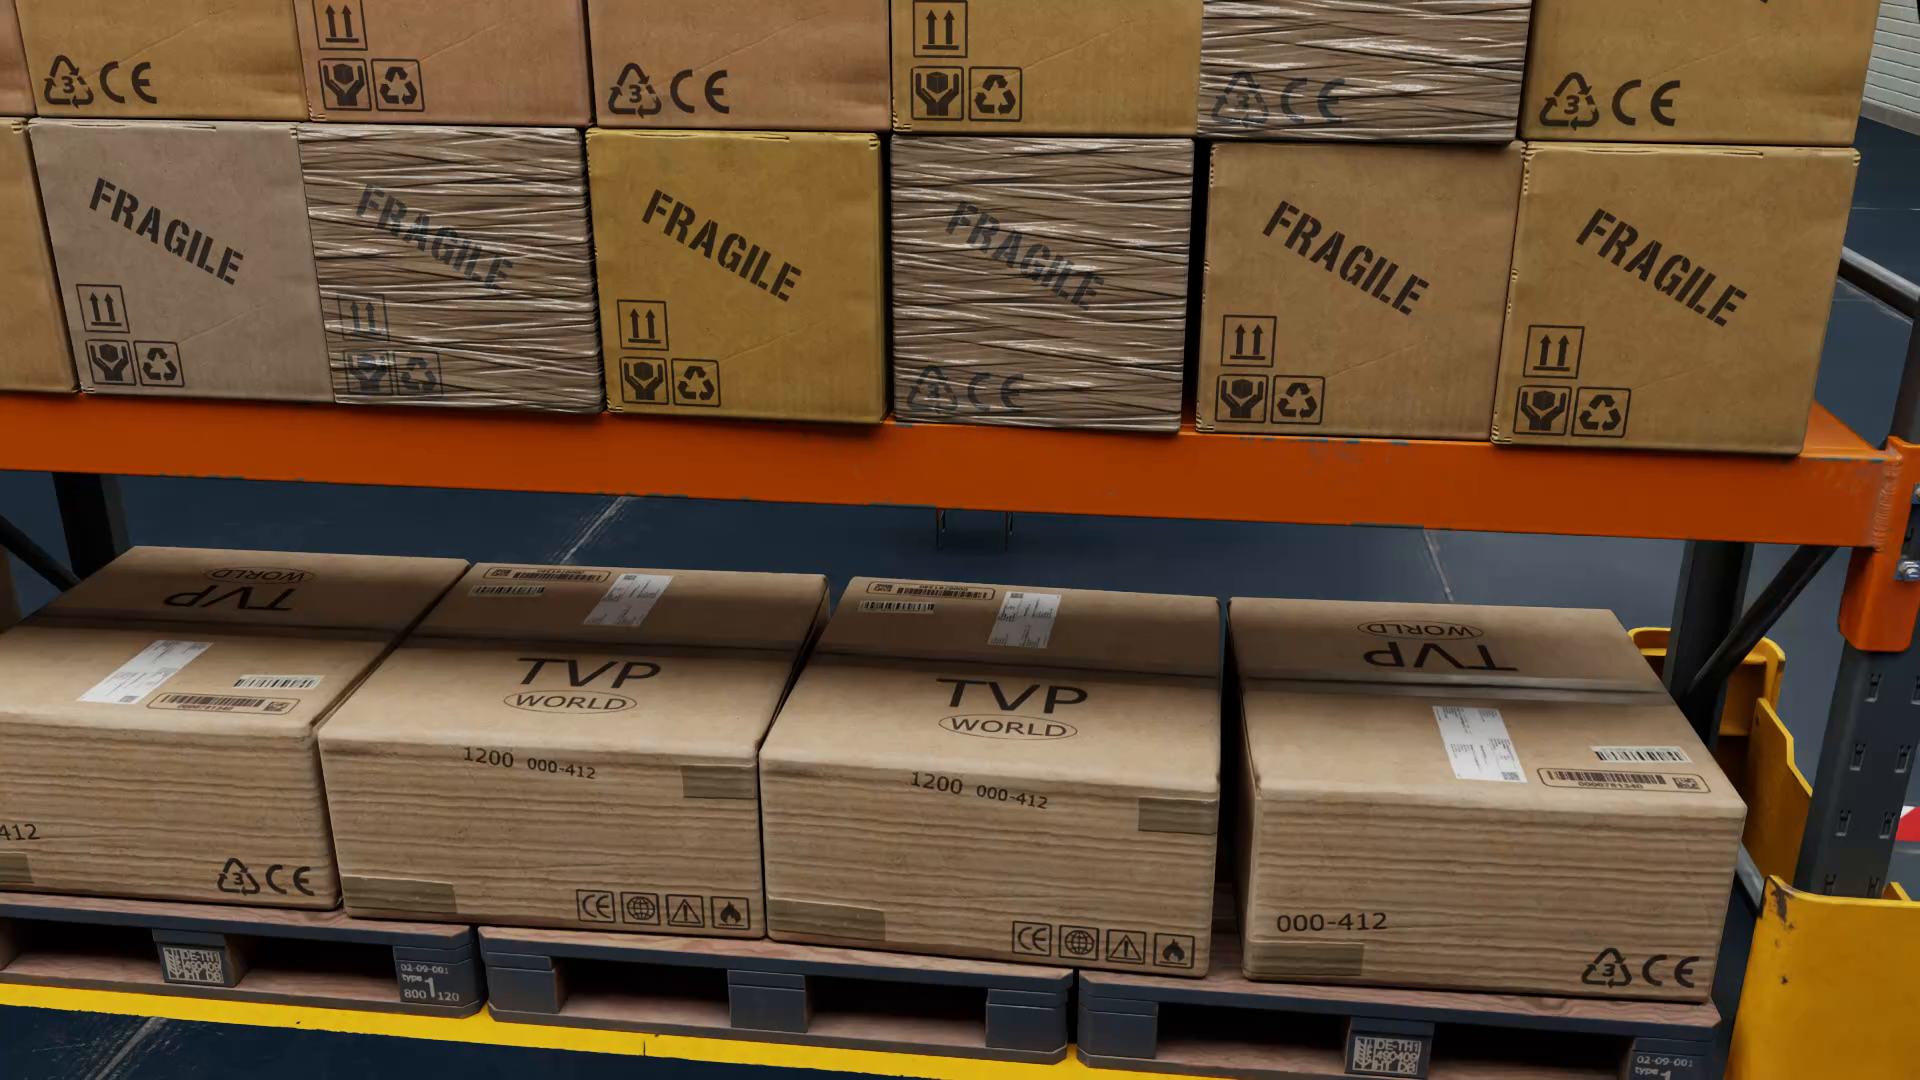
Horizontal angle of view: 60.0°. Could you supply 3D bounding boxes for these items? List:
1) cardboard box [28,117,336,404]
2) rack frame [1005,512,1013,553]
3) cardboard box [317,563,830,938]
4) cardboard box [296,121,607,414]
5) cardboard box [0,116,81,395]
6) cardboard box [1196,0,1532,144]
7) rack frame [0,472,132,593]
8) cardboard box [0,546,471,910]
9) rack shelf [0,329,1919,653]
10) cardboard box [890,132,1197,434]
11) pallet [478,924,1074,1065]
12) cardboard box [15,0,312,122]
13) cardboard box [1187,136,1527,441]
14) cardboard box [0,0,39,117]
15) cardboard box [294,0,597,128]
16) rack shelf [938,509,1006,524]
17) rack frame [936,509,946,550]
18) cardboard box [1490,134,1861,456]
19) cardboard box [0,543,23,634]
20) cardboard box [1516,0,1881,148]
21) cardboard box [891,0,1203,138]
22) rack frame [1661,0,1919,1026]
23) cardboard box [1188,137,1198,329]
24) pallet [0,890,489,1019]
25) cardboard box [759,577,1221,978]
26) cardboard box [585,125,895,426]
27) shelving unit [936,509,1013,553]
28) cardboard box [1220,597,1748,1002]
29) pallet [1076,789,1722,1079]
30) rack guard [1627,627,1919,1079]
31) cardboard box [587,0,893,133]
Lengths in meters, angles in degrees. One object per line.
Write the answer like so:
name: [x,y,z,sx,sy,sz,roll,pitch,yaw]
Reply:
cardboard box: [-1.352,-0.580,3.192,0.500,0.500,0.500,3,22,7]
rack frame: [0.174,-0.481,5.728,0.008,1.050,0.200,2,22,6]
cardboard box: [-0.786,0.428,3.691,0.875,0.438,0.875,2,22,5]
cardboard box: [-0.859,-0.556,3.131,0.500,0.500,0.500,3,22,7]
cardboard box: [-1.851,-0.604,3.251,0.500,0.500,0.500,3,22,8]
cardboard box: [0.657,-0.957,2.785,0.500,0.500,0.500,3,22,6]
rack frame: [-2.286,-0.673,3.562,0.127,3.000,1.000,2,22,6]
cardboard box: [-1.676,0.390,3.788,0.875,0.438,0.875,2,22,6]
rack shelf: [-0.300,-0.252,3.476,4.000,0.370,1.077,2,22,6]
cardboard box: [0.167,-0.517,3.030,0.500,0.500,0.500,3,22,8]
pallet: [-0.326,0.737,3.788,1.213,0.211,1.003,2,22,6]
cardboard box: [-1.341,-1.051,3.023,0.500,0.500,0.500,2,22,6]
cardboard box: [0.679,-0.498,2.983,0.500,0.500,0.500,2,22,5]
cardboard box: [-1.842,-1.075,3.084,0.500,0.500,0.500,3,22,7]
cardboard box: [-0.834,-1.025,2.957,0.500,0.500,0.500,3,22,7]
rack shelf: [0.053,-0.218,5.847,0.240,0.259,0.215,2,22,6]
rack frame: [-0.068,-0.491,5.754,0.008,1.050,0.200,2,22,6]
cardboard box: [1.176,-0.471,2.914,0.500,0.500,0.500,3,22,7]
cardboard box: [-2.912,0.122,3.870,0.875,0.875,0.875,3,22,8]
cardboard box: [1.179,-0.945,2.755,0.500,0.500,0.500,3,22,8]
cardboard box: [0.166,-0.980,2.842,0.500,0.500,0.500,2,22,6]
rack frame: [1.686,-0.500,3.124,0.127,3.000,1.000,2,22,6]
cardboard box: [0.737,-0.684,3.453,0.500,0.500,0.500,2,22,6]
pallet: [-1.541,0.685,3.919,1.213,0.211,1.003,2,22,6]
cardboard box: [0.109,0.468,3.591,0.875,0.438,0.875,3,22,8]
cardboard box: [-0.347,-0.534,3.075,0.500,0.500,0.500,3,22,8]
shelving unit: [0.053,-0.486,5.741,0.252,1.050,0.215,2,22,6]
cardboard box: [1.019,0.504,3.498,0.875,0.438,0.875,2,22,4]
pallet: [0.883,0.791,3.652,1.213,0.211,1.003,2,22,6]
rack guard: [1.710,0.664,3.581,0.348,0.500,1.175,2,22,6]
cardboard box: [-0.333,-1.002,2.899,0.500,0.500,0.500,2,22,6]
